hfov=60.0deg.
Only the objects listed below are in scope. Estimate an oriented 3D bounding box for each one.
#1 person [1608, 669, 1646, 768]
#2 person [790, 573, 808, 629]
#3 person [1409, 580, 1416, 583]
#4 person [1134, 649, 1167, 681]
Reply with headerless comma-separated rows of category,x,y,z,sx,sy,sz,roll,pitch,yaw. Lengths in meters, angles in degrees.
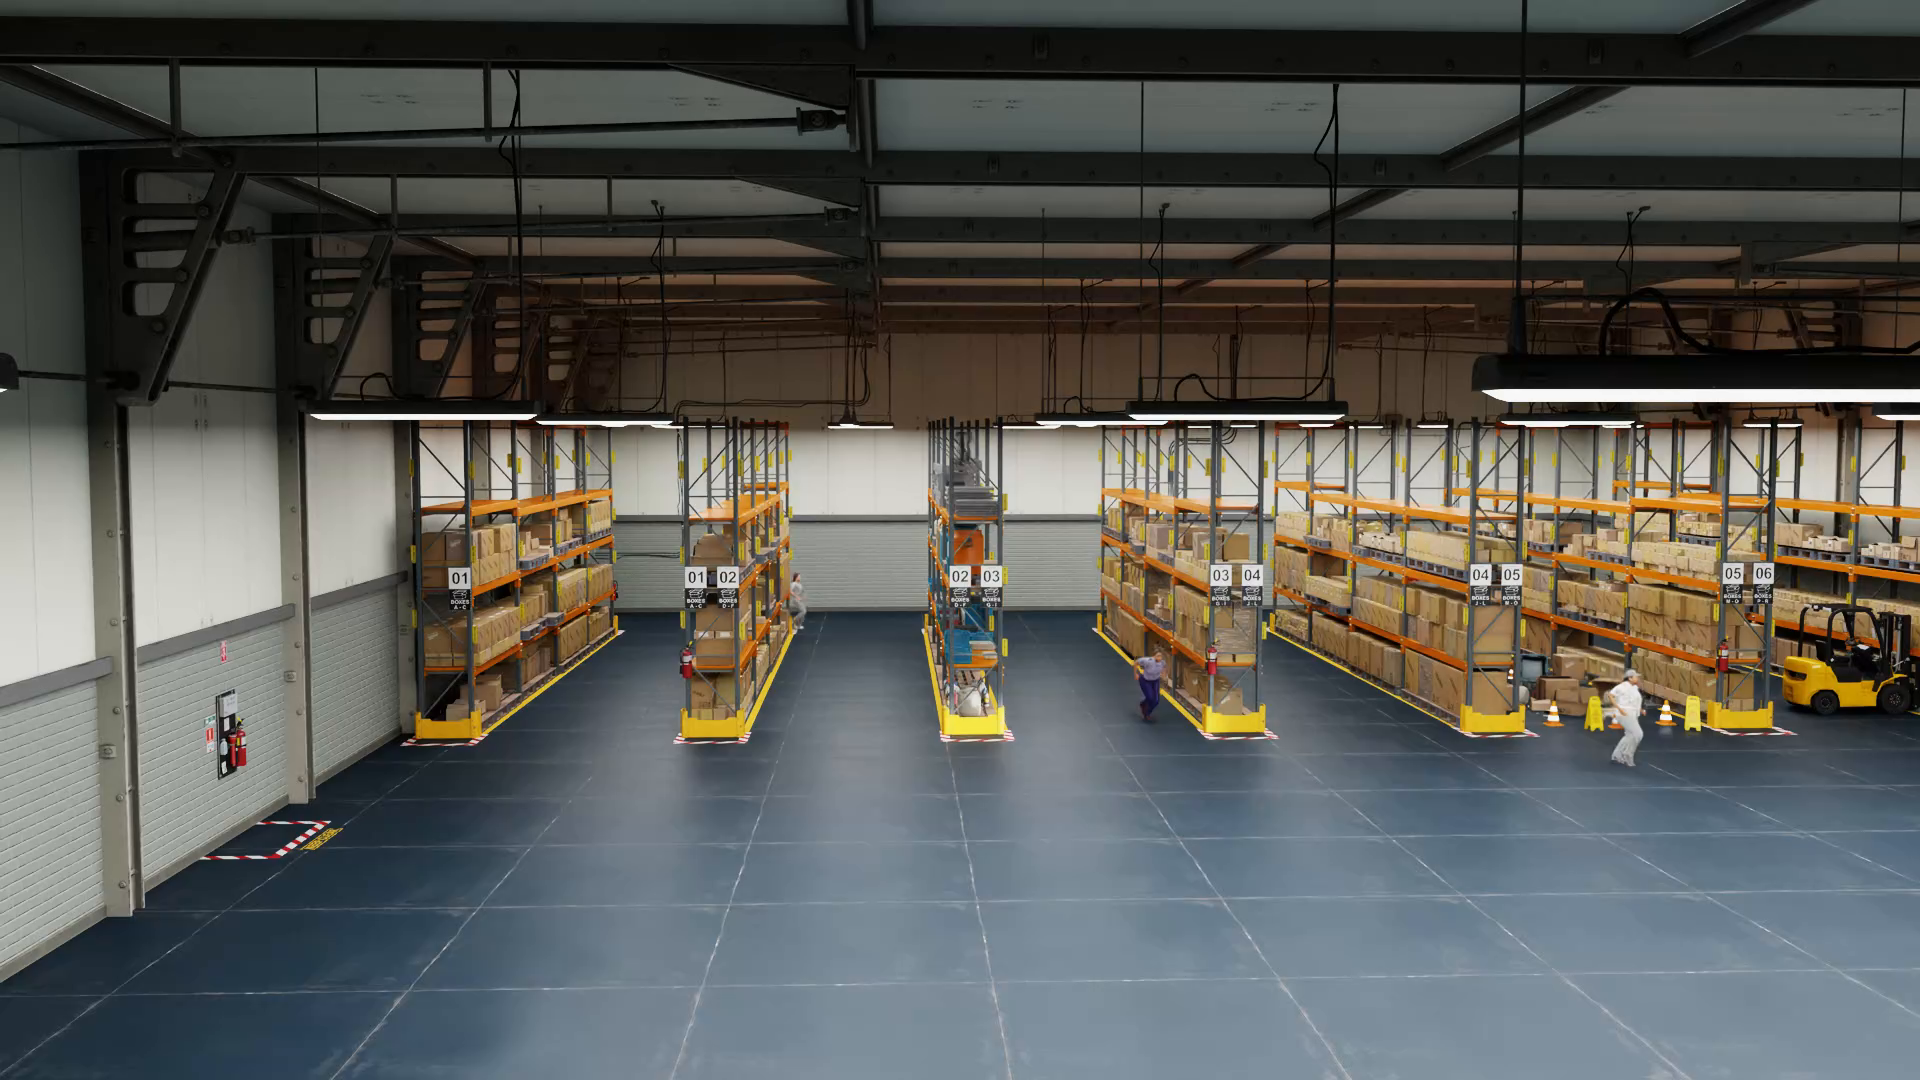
person,11.477,3.047,28.510,0.619,1.665,0.647,-3,5,-40
person,-4.664,1.769,48.087,0.471,1.635,0.629,1,4,12
person,13.610,1.486,50.368,0.748,1.594,0.632,-2,4,-22
person,3.792,2.469,32.645,0.633,0.661,0.558,-1,4,-22
